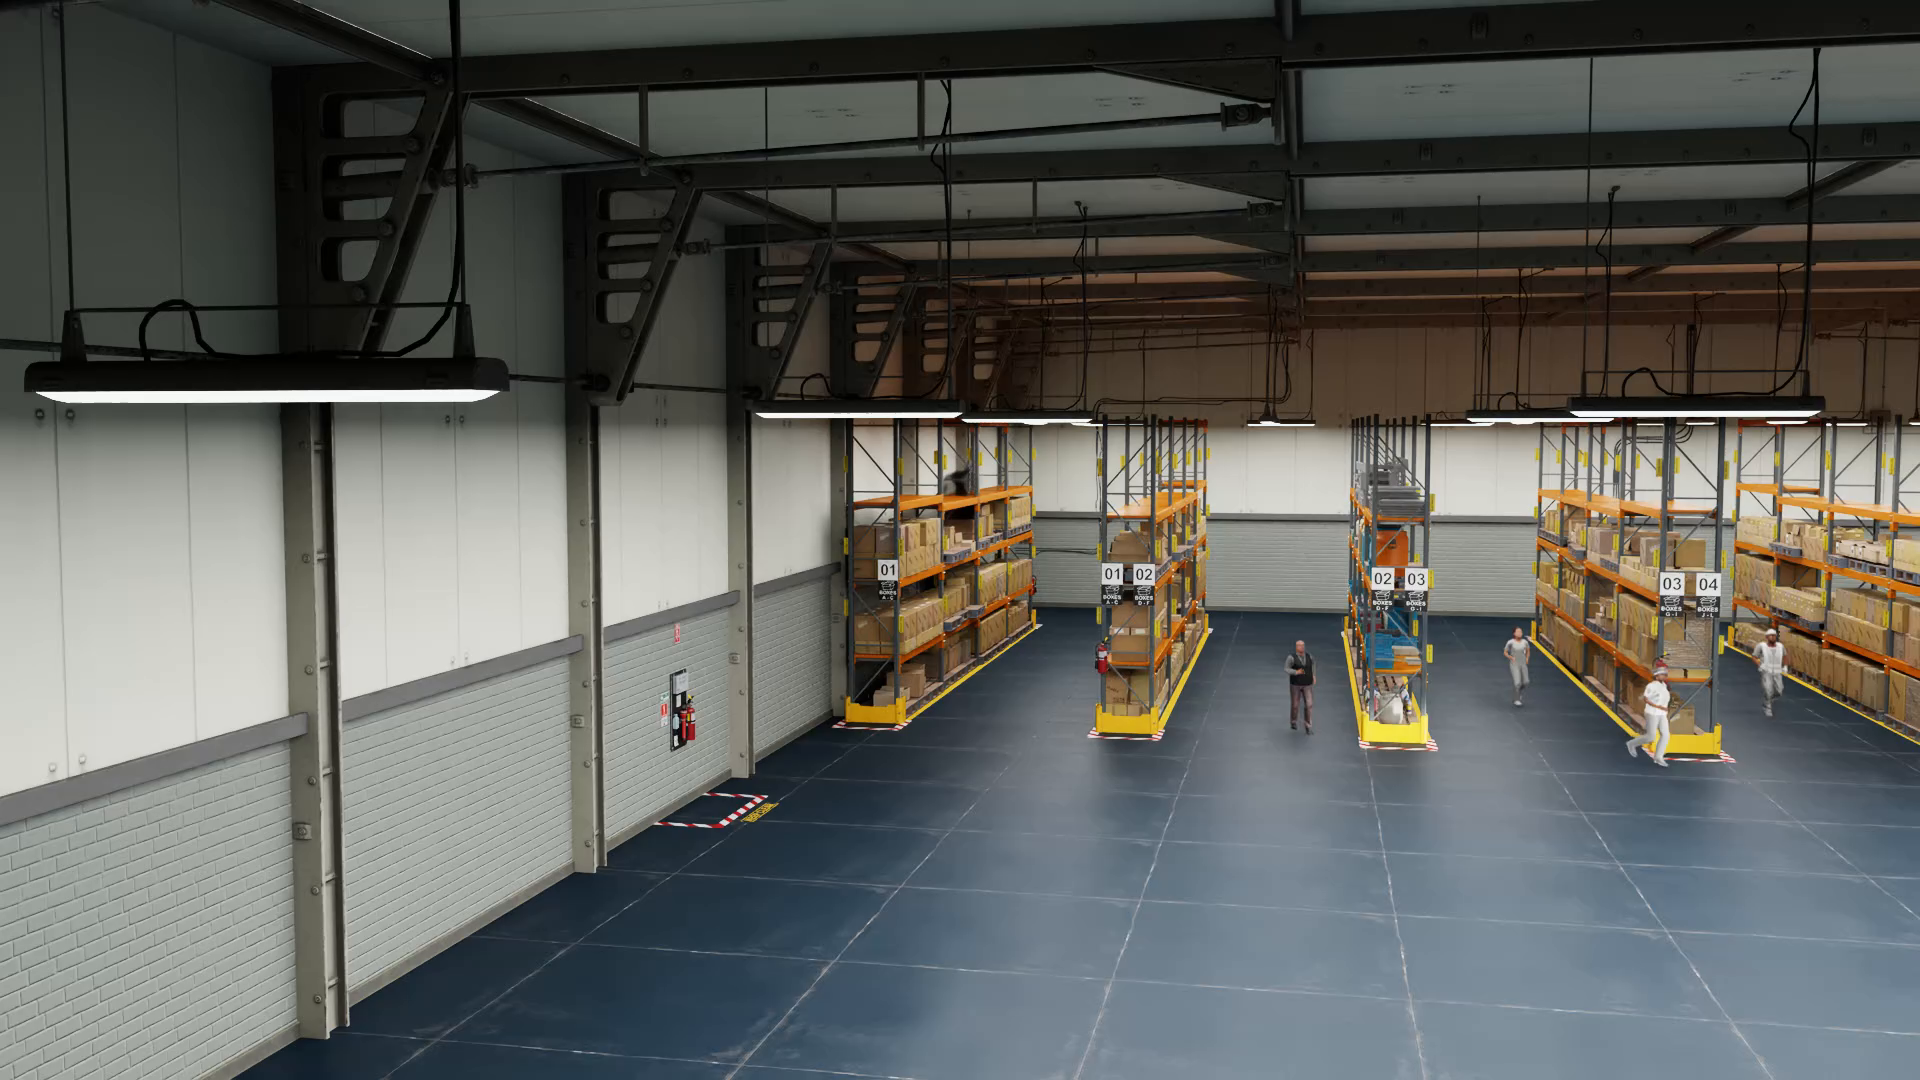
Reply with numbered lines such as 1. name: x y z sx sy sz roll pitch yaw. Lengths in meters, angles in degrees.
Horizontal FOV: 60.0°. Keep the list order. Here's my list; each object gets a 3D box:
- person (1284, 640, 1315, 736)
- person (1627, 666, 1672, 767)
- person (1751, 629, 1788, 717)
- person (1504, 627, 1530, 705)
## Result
1. person: 6.406 2.782 31.274 0.662 1.796 0.714 0 4 -3
2. person: 11.912 2.994 28.536 0.593 1.690 0.763 -2 4 -30
3. person: 16.188 2.645 33.221 0.714 1.745 0.626 0 4 5
4. person: 11.583 2.614 34.533 0.561 1.611 0.584 0 4 0
